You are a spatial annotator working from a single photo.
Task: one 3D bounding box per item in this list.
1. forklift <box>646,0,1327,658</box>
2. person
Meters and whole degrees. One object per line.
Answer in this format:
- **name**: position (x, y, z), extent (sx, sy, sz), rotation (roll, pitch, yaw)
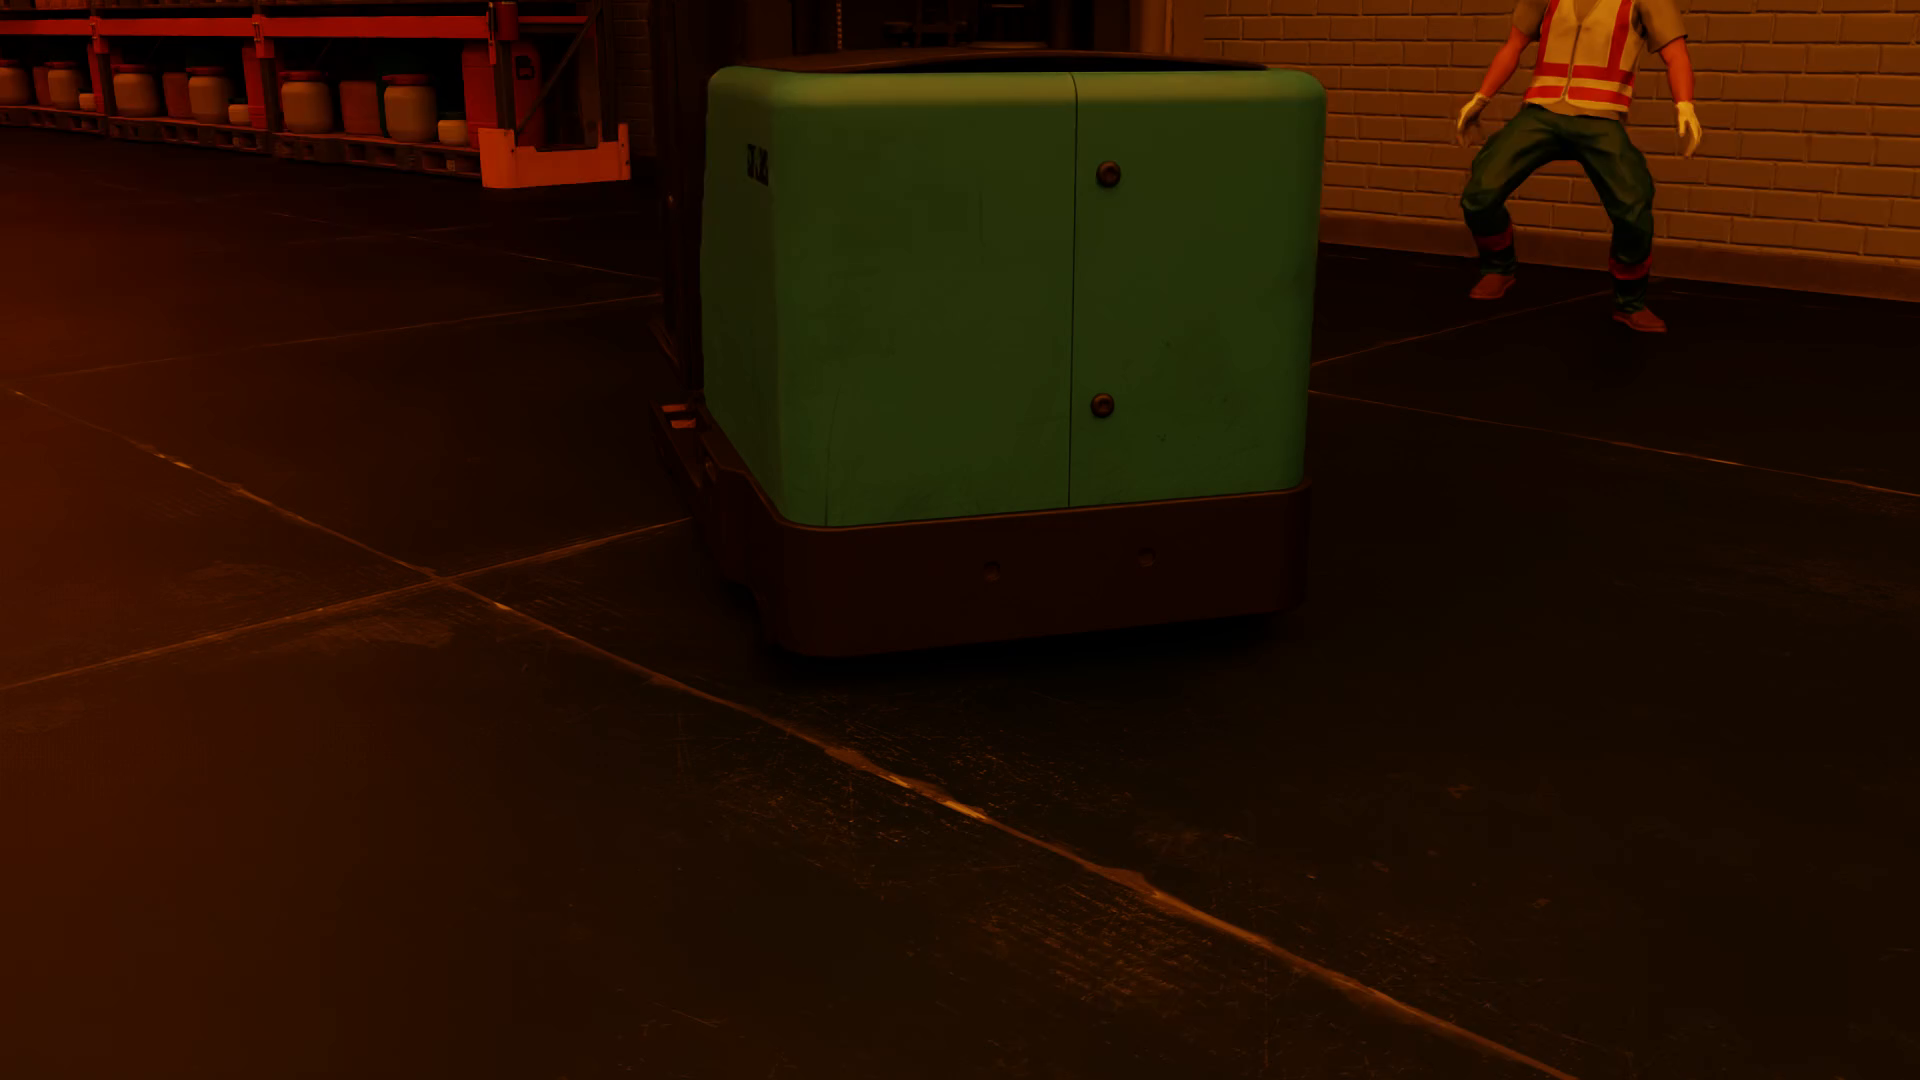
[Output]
- **forklift**: position (-0.228, -1.585, 4.060), extent (1.130, 2.935, 3.031), rotation (-5, 18, -16)
- **person**: position (2.393, -1.647, 6.437), extent (0.967, 1.669, 0.599), rotation (13, 21, 35)
